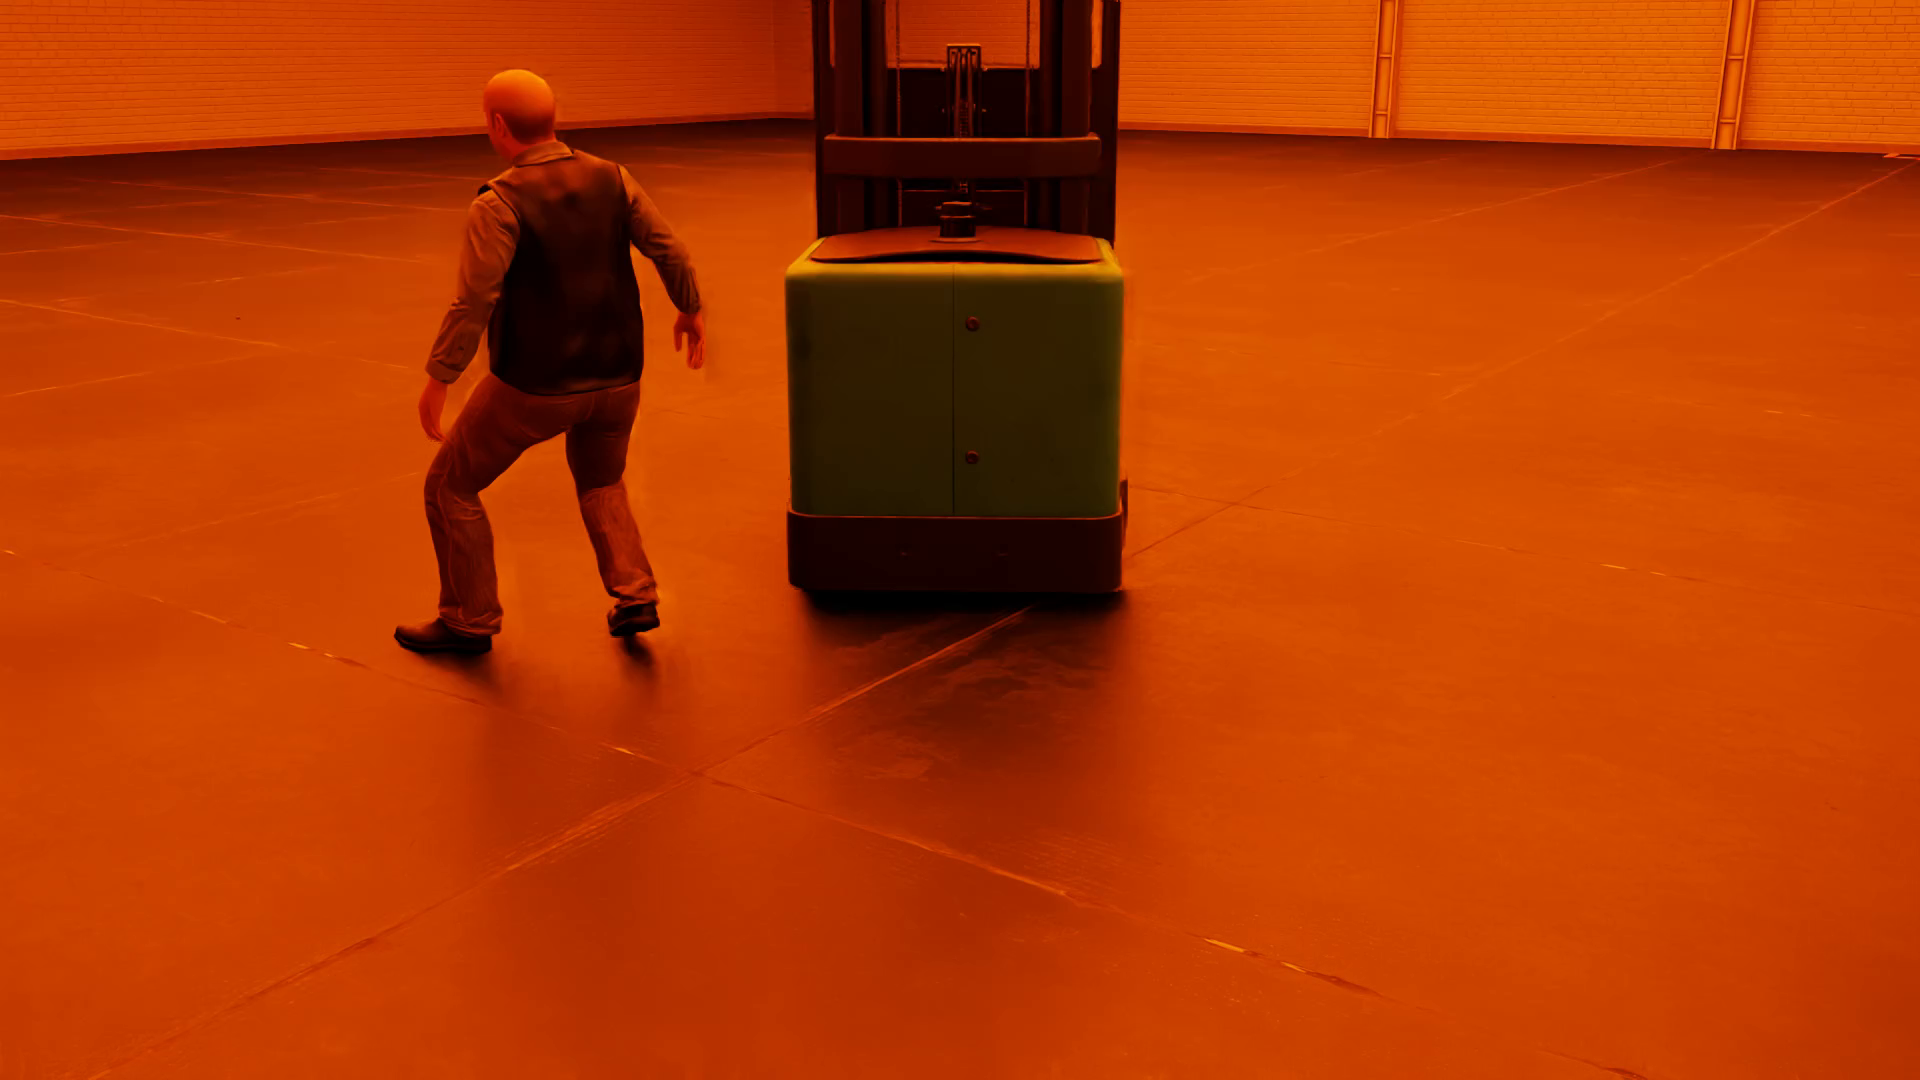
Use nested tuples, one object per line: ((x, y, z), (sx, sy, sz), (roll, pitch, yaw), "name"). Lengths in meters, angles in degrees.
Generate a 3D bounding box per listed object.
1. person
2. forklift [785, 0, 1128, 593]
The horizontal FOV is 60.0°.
((-1.146, -0.492, 4.741), (0.925, 1.642, 0.605), (-14, 22, -39), "person")
((0.030, -1.608, 6.208), (1.130, 2.935, 3.031), (1, 17, 2), "forklift")
